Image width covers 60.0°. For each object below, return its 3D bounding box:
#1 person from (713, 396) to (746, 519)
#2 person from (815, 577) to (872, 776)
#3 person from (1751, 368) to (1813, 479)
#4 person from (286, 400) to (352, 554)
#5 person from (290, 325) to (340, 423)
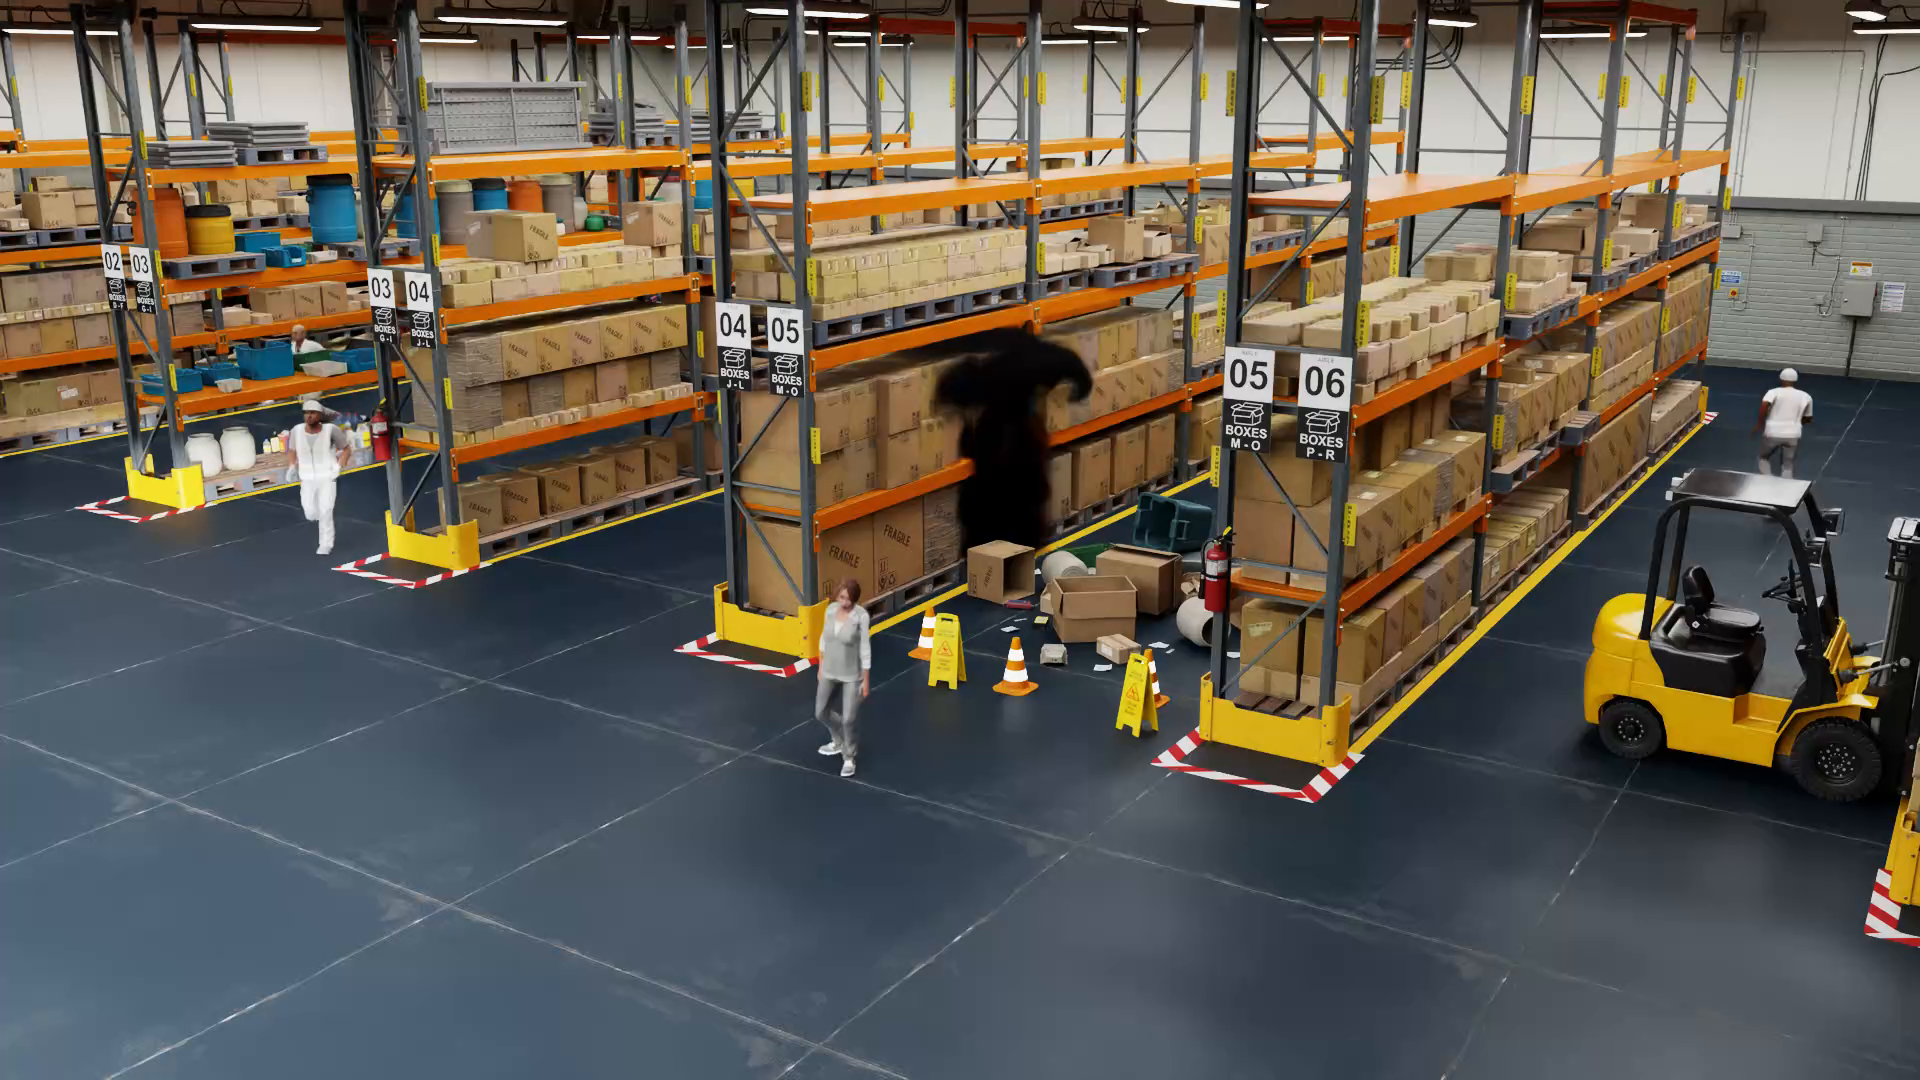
[{"bbox_3d":[-2.455,-0.990,18.855,0.659,1.604,0.870,0,16,-1],"label":"person"},{"bbox_3d":[-0.891,1.058,12.658,0.543,1.485,0.434,7,17,22],"label":"person"},{"bbox_3d":[10.223,-1.292,20.723,0.711,1.664,0.932,4,16,14],"label":"person"},{"bbox_3d":[-7.148,-0.722,18.609,0.684,1.731,0.647,-1,16,-5],"label":"person"},{"bbox_3d":[-9.434,-2.312,24.321,0.707,1.731,0.863,8,17,27],"label":"person"}]
